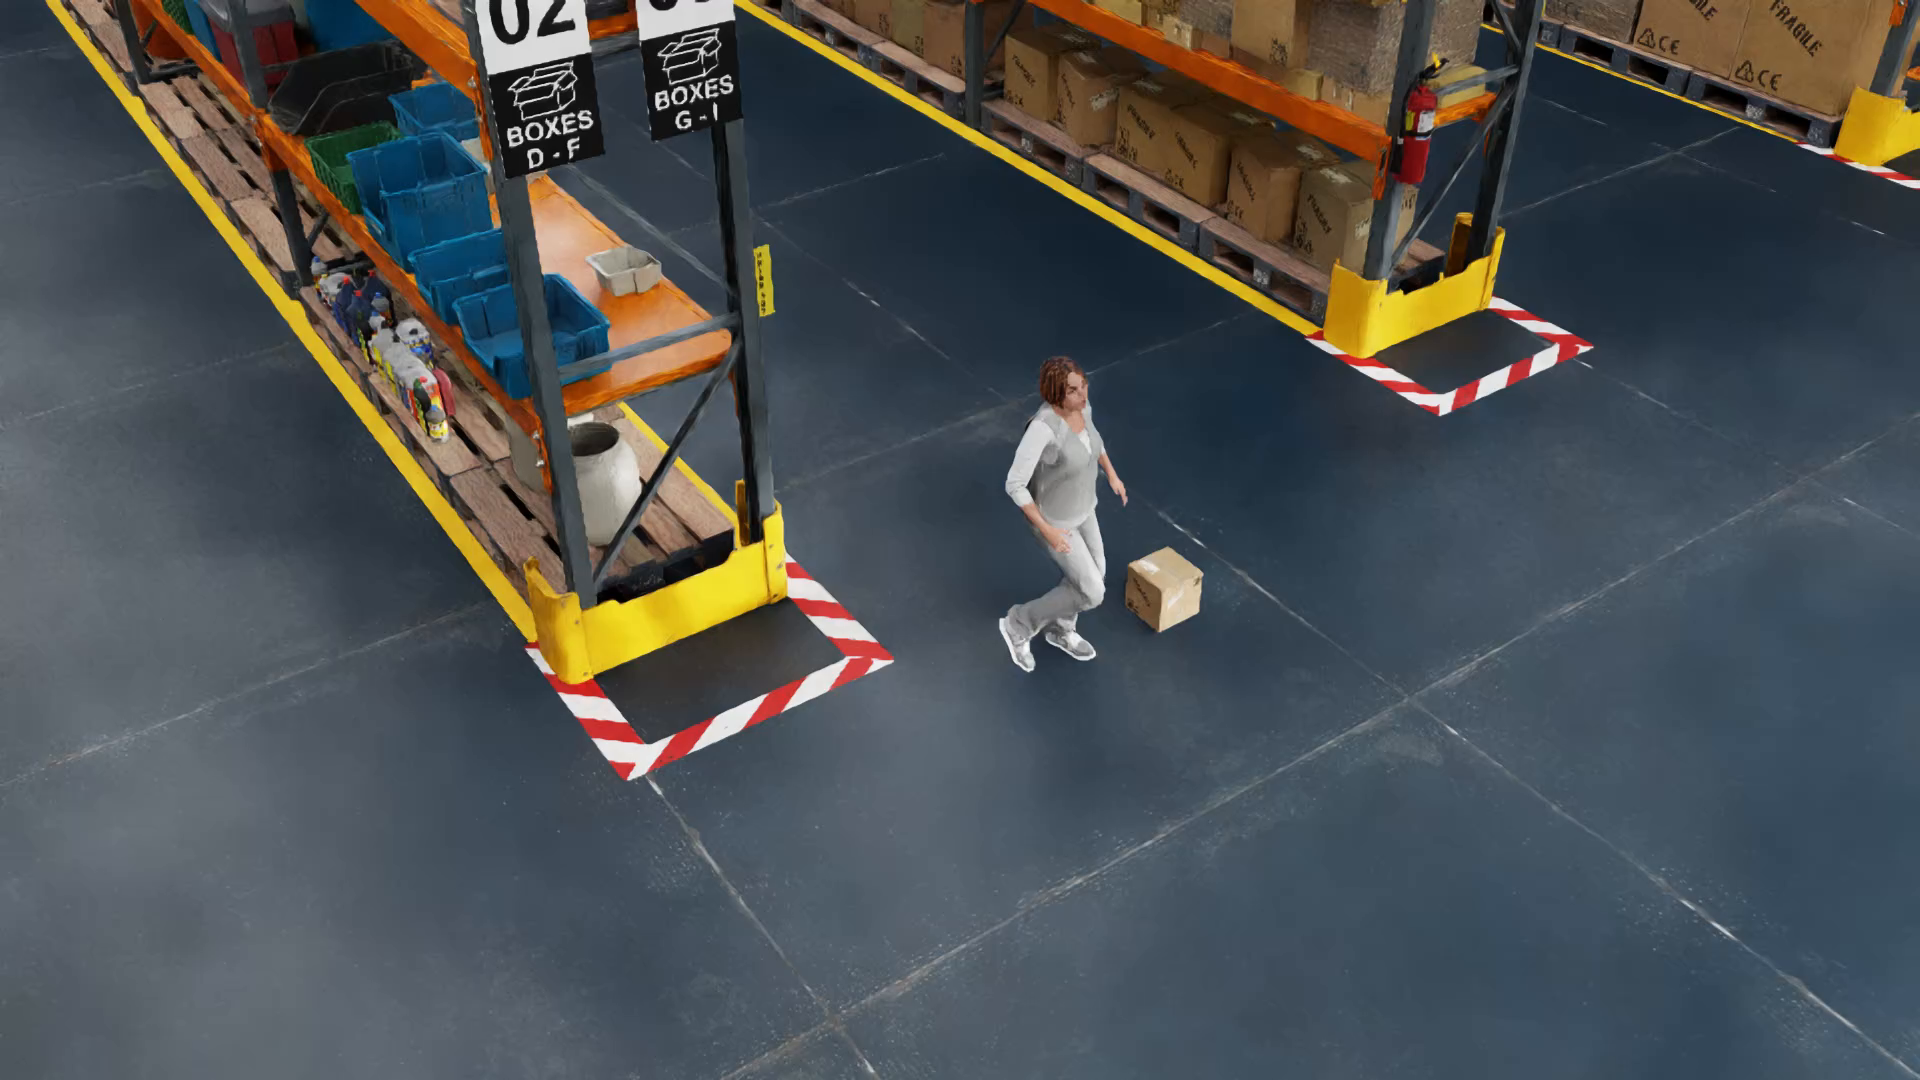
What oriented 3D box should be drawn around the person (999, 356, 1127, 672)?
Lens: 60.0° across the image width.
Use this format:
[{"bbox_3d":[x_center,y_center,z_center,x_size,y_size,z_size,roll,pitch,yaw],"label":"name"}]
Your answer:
[{"bbox_3d":[0.473,-0.109,7.183,0.454,1.566,0.594,16,40,20],"label":"person"}]
